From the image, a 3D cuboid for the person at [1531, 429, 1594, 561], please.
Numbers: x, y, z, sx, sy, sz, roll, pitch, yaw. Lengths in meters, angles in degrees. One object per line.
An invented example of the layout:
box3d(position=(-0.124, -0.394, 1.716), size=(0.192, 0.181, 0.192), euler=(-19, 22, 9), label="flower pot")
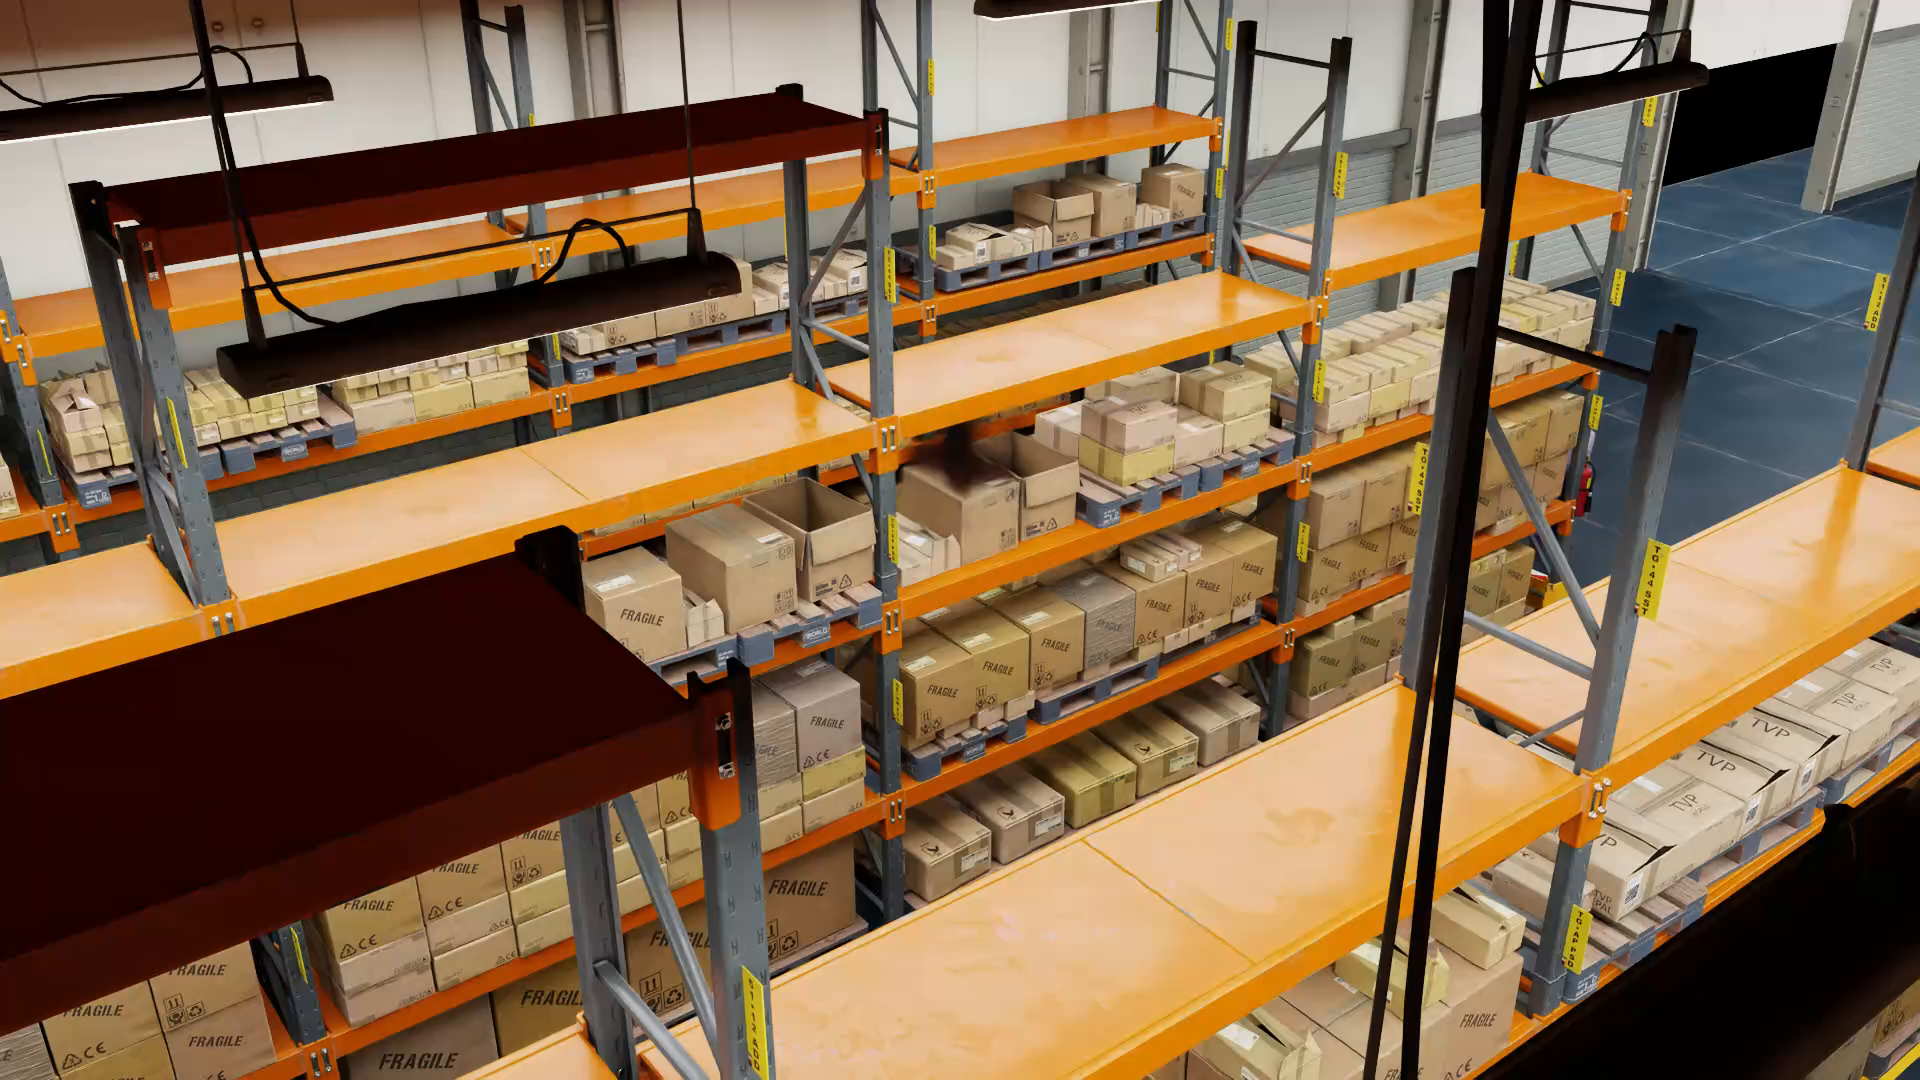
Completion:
box3d(position=(6.308, -0.636, 17.537), size=(0.687, 1.657, 0.402), euler=(-8, 27, -16), label="person")
